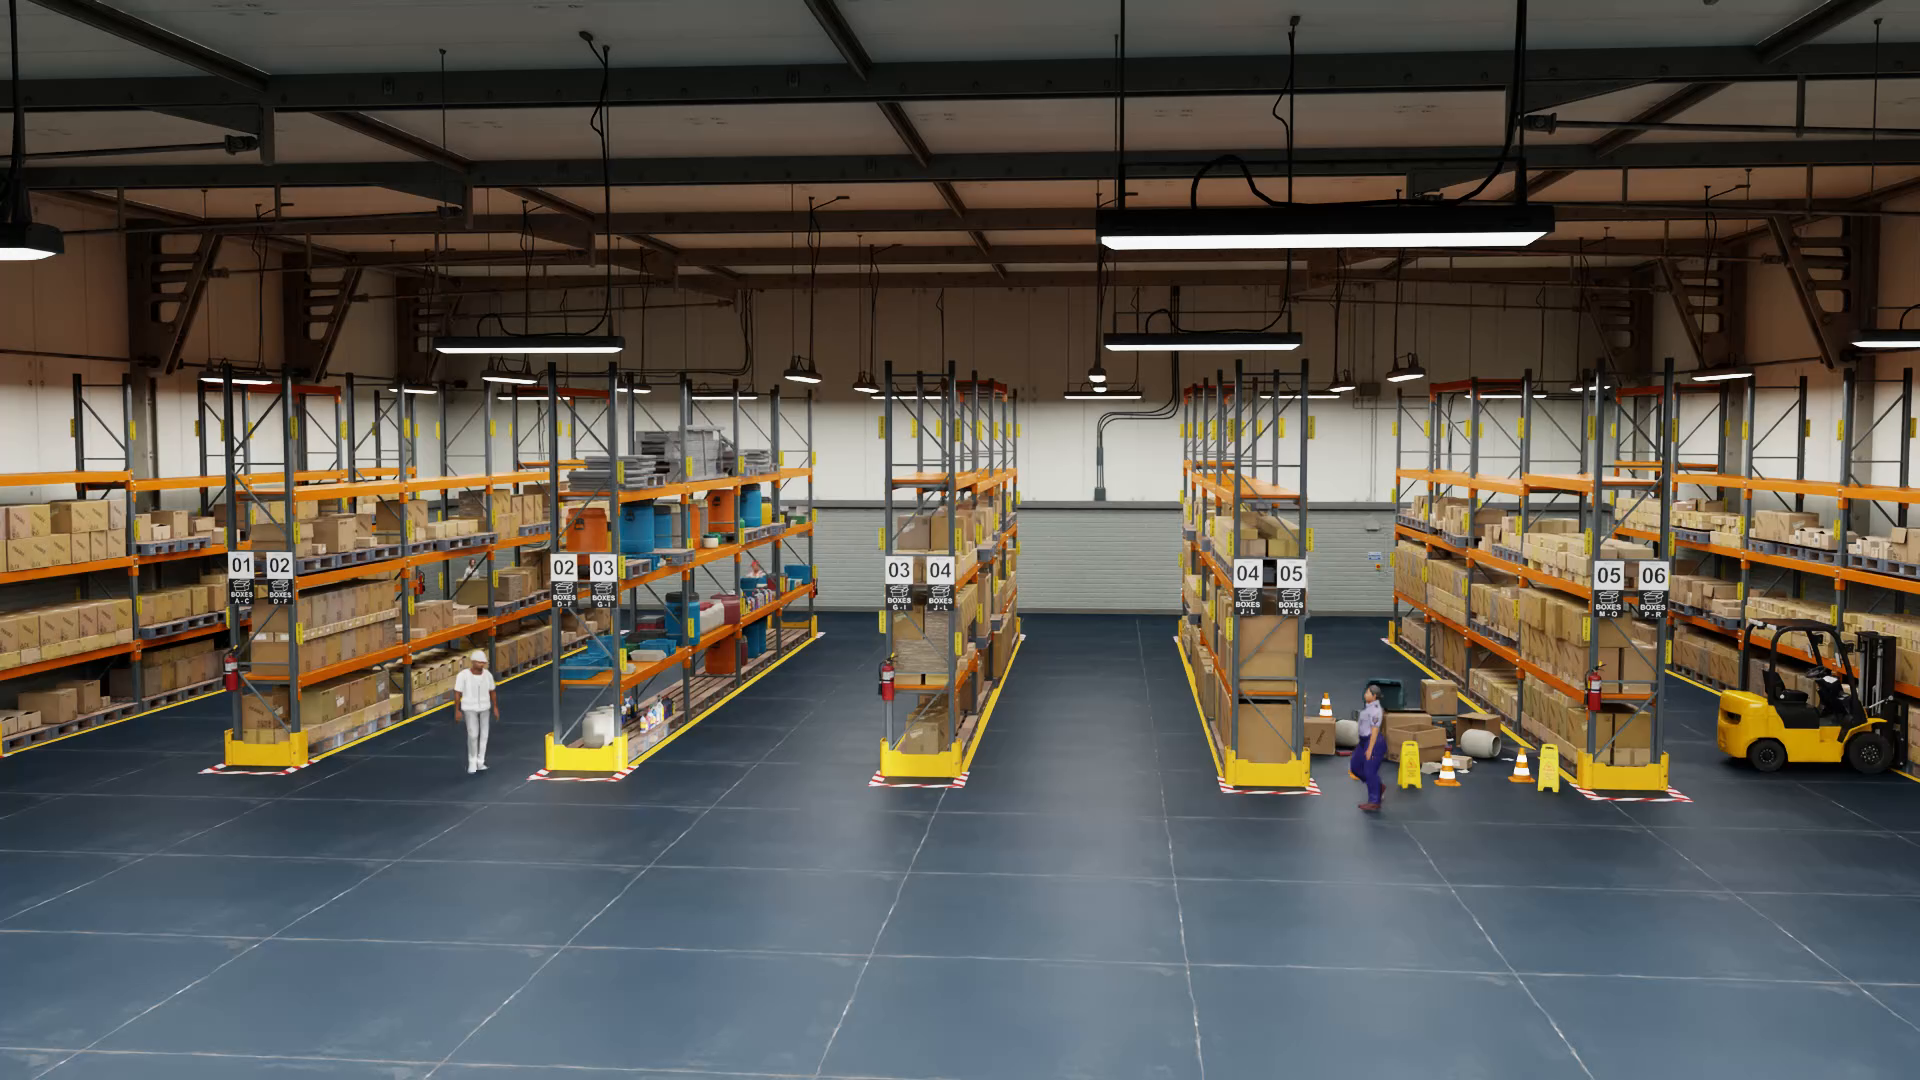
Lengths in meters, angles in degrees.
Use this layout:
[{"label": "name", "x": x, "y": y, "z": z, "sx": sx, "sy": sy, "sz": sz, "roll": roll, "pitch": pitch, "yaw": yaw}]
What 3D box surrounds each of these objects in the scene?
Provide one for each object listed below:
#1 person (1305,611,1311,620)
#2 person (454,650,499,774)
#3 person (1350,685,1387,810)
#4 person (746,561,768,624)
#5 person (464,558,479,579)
[{"label": "person", "x": 8.585, "y": 1.305, "z": 42.990, "sx": 0.999, "sy": 1.738, "sz": 0.506, "roll": 0, "pitch": 4, "yaw": 5}, {"label": "person", "x": -7.081, "y": 2.530, "z": 24.408, "sx": 0.601, "sy": 1.812, "sz": 0.457, "roll": -3, "pitch": 5, "yaw": -39}, {"label": "person", "x": 5.444, "y": 2.721, "z": 21.930, "sx": 0.478, "sy": 1.638, "sz": 0.489, "roll": 0, "pitch": 4, "yaw": -6}, {"label": "person", "x": -5.127, "y": 1.377, "z": 41.759, "sx": 0.512, "sy": 1.733, "sz": 1.133, "roll": 3, "pitch": 5, "yaw": 34}, {"label": "person", "x": -13.177, "y": 1.277, "z": 44.733, "sx": 0.810, "sy": 1.533, "sz": 0.402, "roll": 3, "pitch": 5, "yaw": 35}]
